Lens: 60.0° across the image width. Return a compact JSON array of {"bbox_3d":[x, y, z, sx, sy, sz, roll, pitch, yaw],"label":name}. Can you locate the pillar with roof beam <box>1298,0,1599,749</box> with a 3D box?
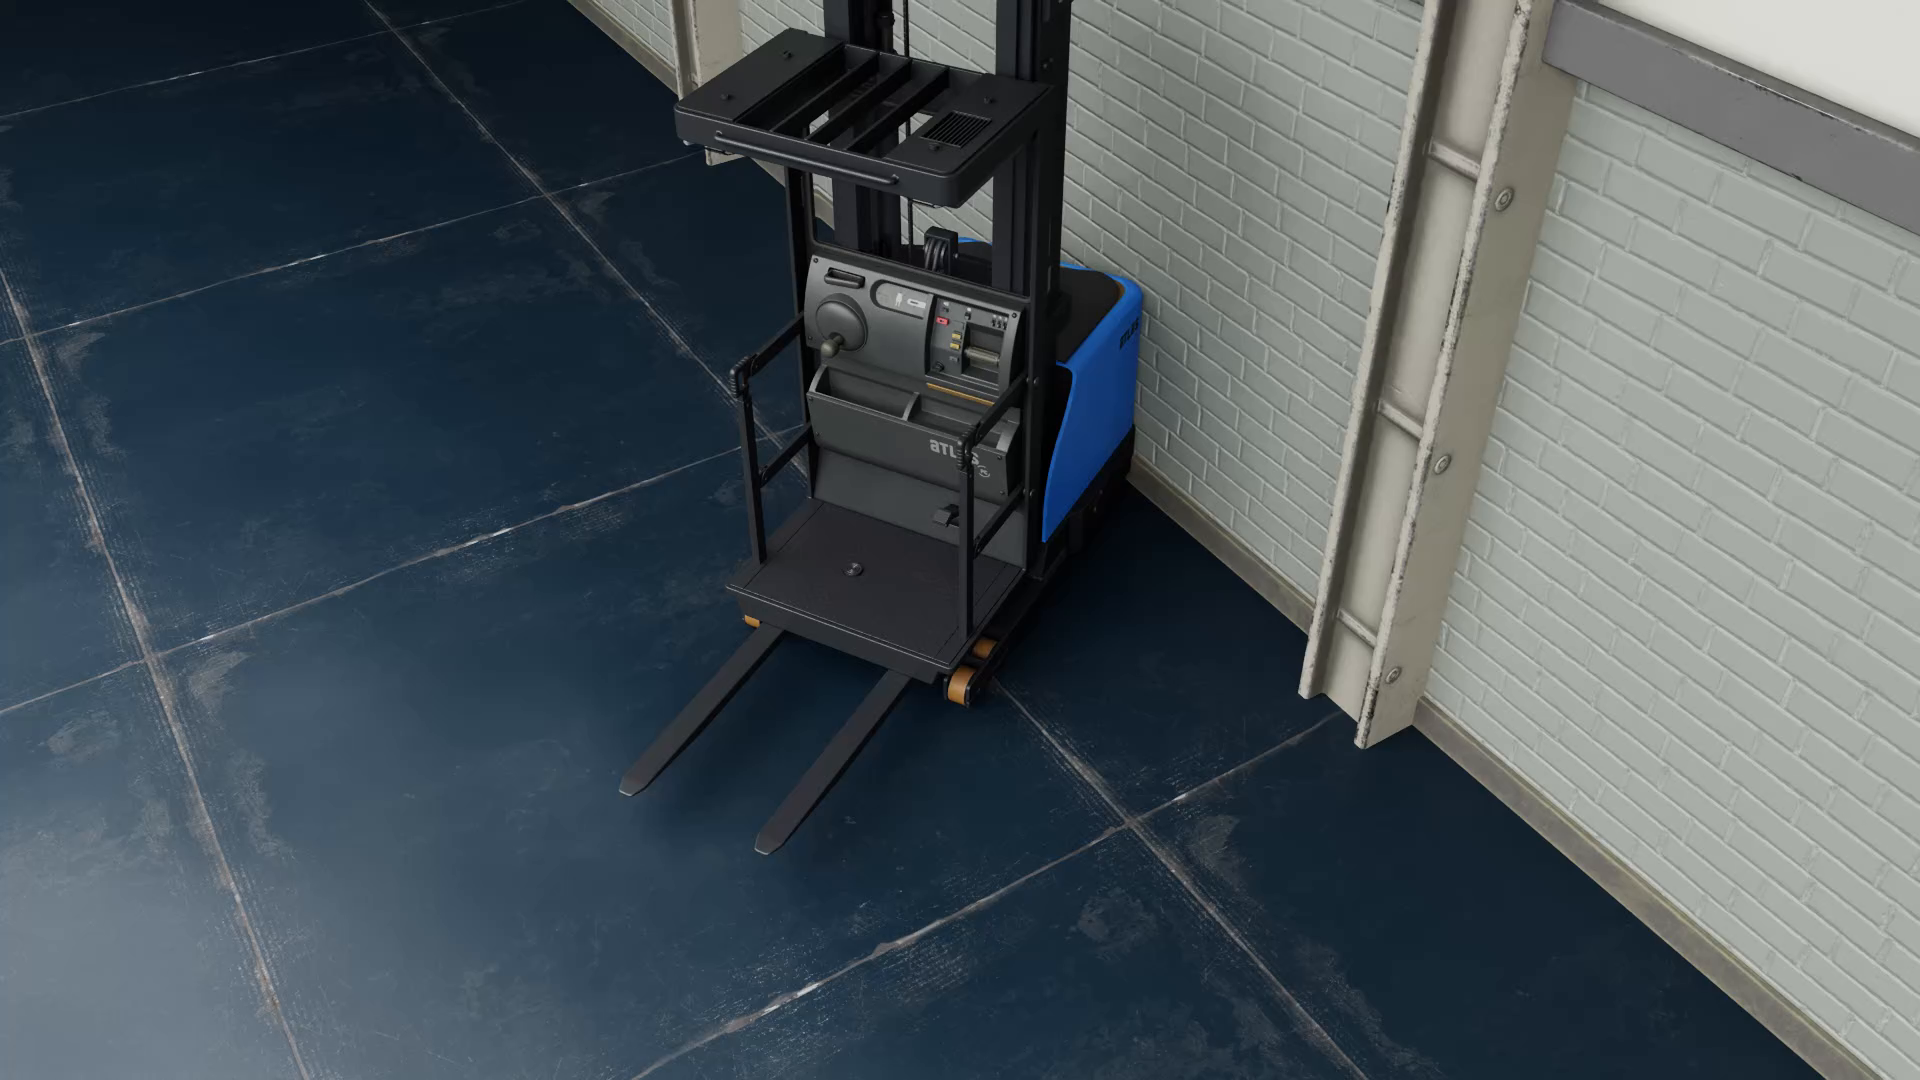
[{"bbox_3d":[-1.977,-1.285,2.263,9.100,9.000,0.400,-22,45,-24],"label":"pillar with roof beam"}]

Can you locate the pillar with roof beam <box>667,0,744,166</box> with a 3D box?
[{"bbox_3d":[-5.203,-4.523,6.149,9.100,9.000,0.400,-22,45,-24],"label":"pillar with roof beam"}]

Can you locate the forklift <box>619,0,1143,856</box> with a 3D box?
[{"bbox_3d":[-0.292,-0.769,6.383,1.130,2.935,3.031,18,43,21],"label":"forklift"}]
